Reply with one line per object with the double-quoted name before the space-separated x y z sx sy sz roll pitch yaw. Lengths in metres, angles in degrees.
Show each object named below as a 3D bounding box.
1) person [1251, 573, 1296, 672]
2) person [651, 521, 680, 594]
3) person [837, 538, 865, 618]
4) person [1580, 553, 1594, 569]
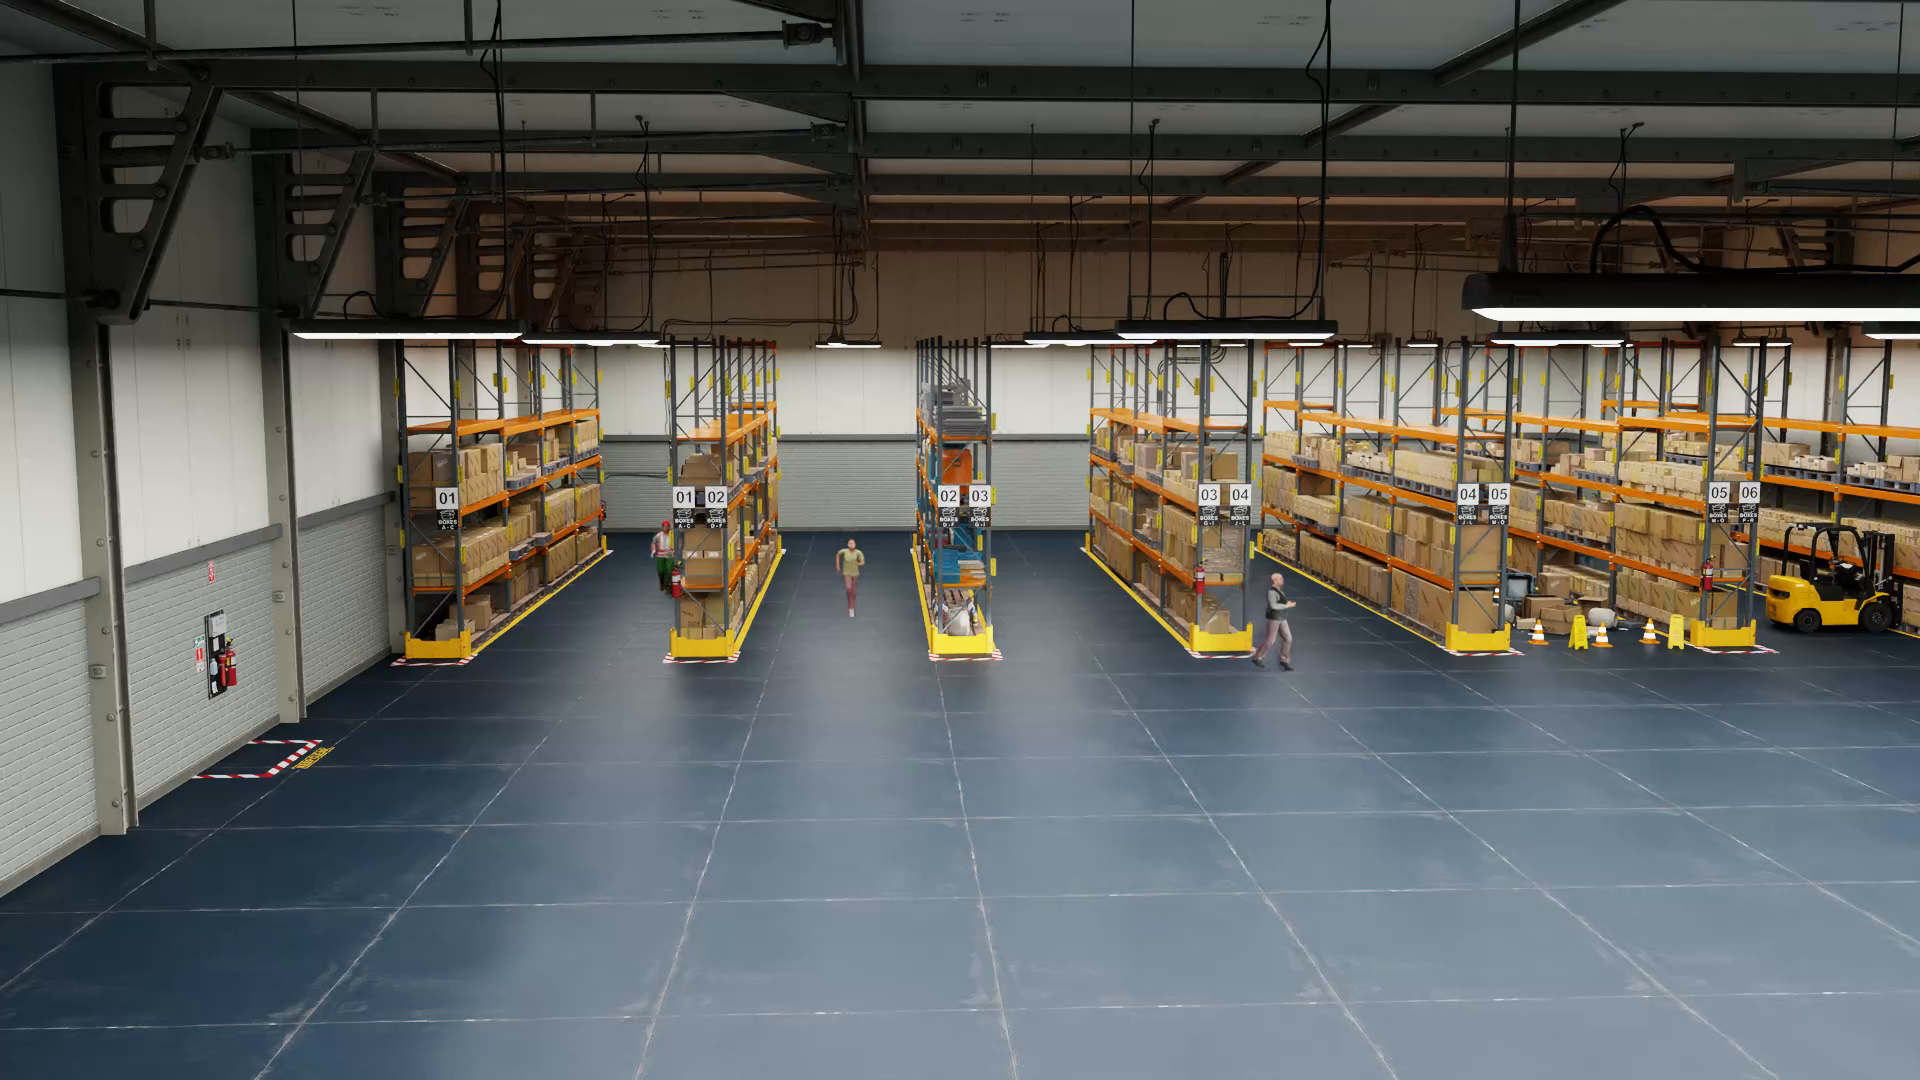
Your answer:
"person" 5.640 1.483 29.824 0.786 1.789 0.671 4 7 29
"person" -6.909 0.418 38.987 0.664 1.737 0.603 -1 7 -5
"person" -2.366 0.740 36.081 0.599 1.592 0.817 -1 7 -8
"person" 15.788 0.099 41.872 0.685 1.725 0.623 0 6 -2
